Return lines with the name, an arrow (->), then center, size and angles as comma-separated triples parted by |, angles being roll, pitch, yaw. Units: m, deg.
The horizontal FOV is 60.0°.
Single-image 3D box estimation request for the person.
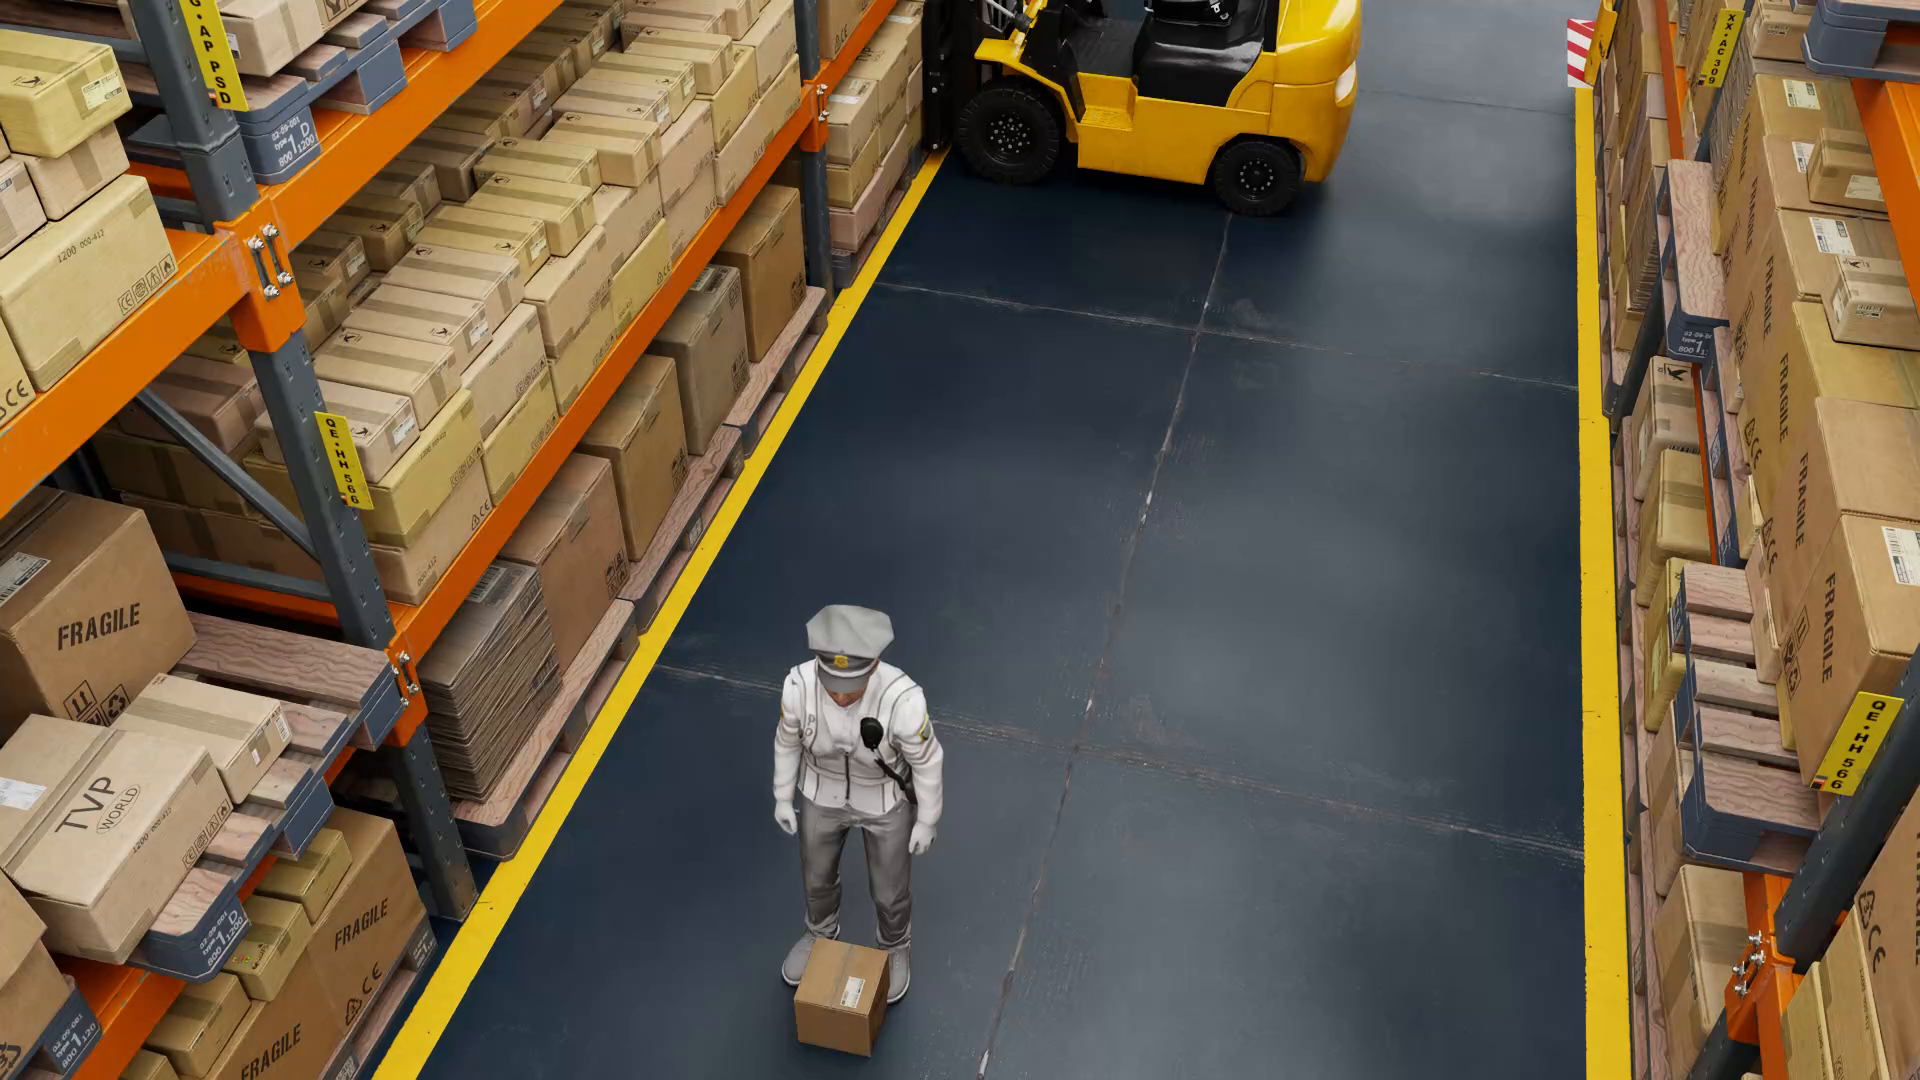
person -> -0.323, 0.827, 5.211 | 0.547, 1.667, 0.369 | 8, 42, 9
